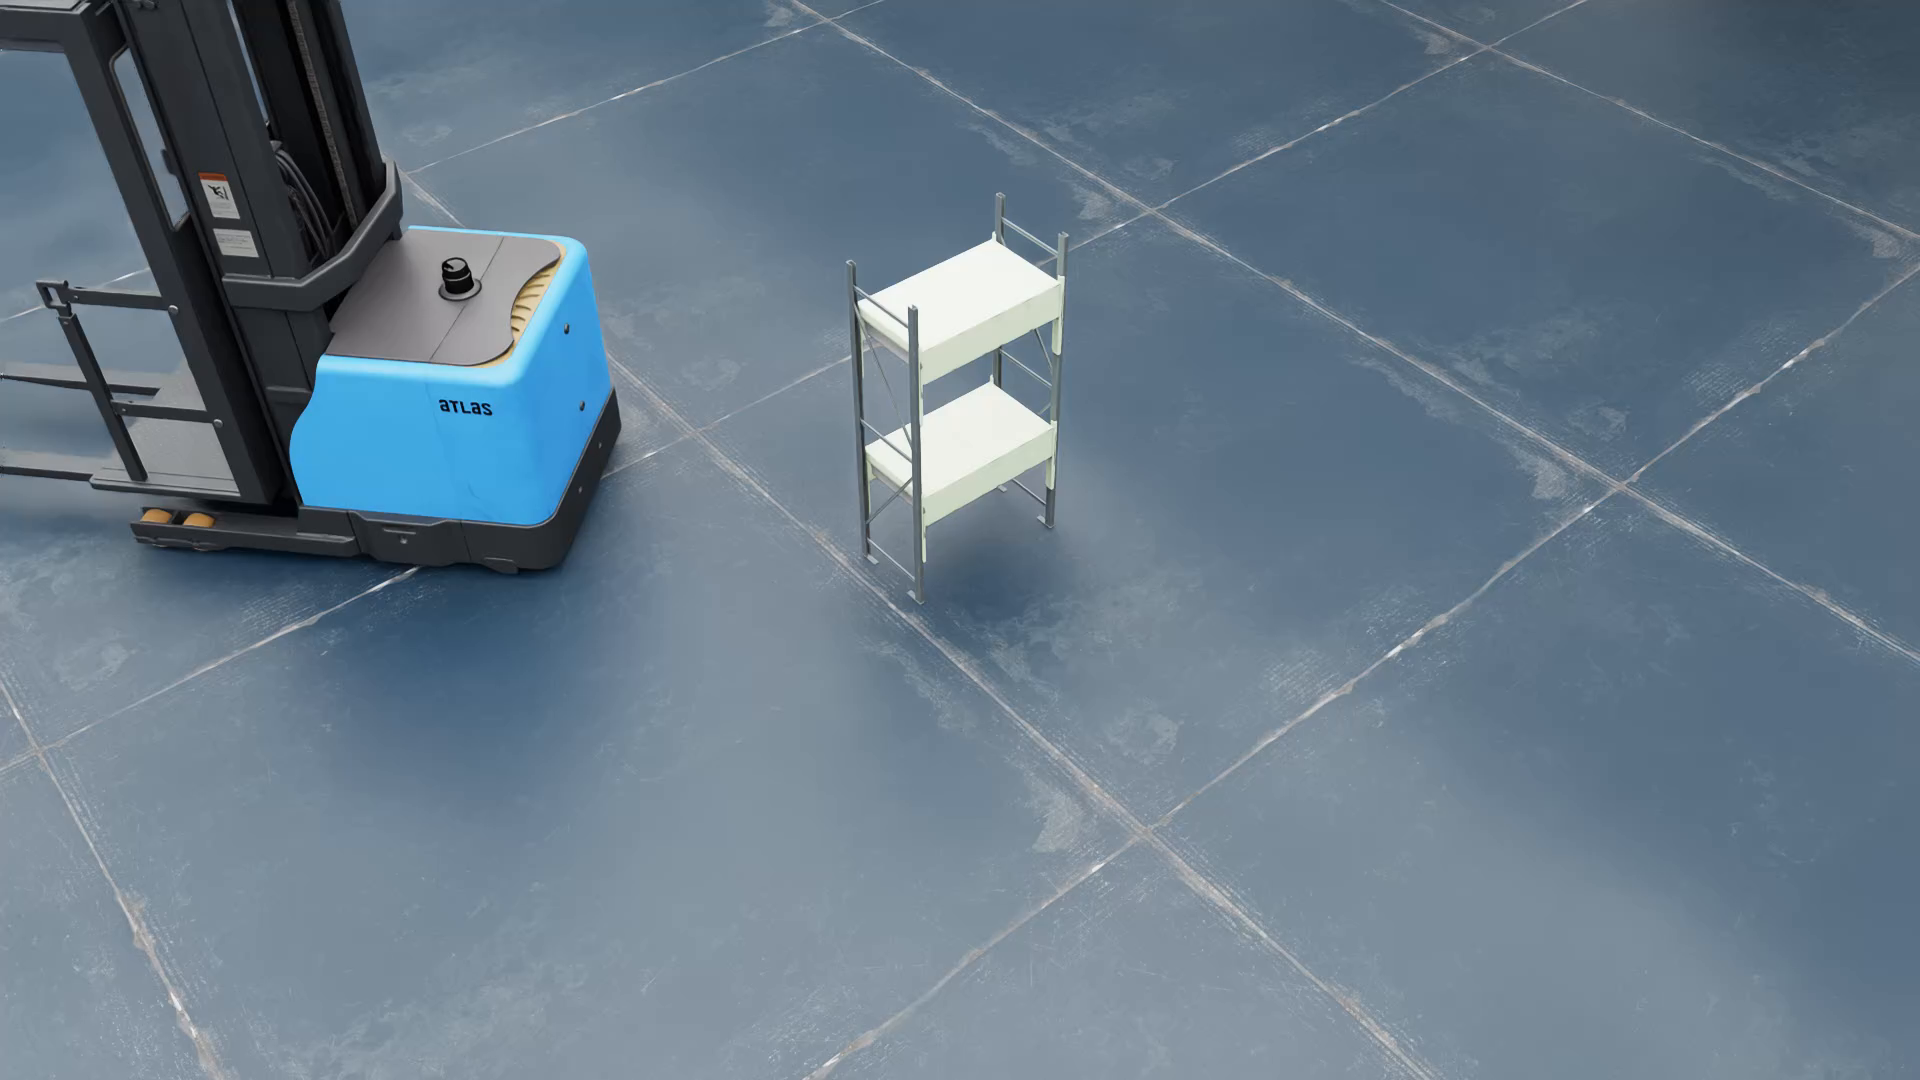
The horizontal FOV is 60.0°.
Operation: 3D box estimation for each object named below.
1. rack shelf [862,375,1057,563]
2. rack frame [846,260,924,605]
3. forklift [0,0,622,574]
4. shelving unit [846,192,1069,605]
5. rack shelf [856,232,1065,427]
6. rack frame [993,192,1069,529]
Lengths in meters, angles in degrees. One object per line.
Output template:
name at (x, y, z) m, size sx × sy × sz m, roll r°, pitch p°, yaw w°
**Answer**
rack shelf at (-0.005, -0.306, 6.957) m, size 0.720 × 0.370 × 0.431 m, roll -30°, pitch 51°, yaw -28°
rack frame at (-0.286, -0.383, 6.562) m, size 0.023 × 1.500 × 0.400 m, roll -30°, pitch 51°, yaw -28°
forklift at (-3.124, -1.374, 6.572) m, size 3.031 × 2.935 × 1.130 m, roll 5°, pitch 43°, yaw 5°
shelving unit at (-0.005, -0.544, 6.733) m, size 0.755 × 1.500 × 0.431 m, roll -30°, pitch 51°, yaw -28°
rack shelf at (-0.005, -0.828, 6.466) m, size 0.720 × 0.370 × 0.431 m, roll -30°, pitch 51°, yaw -28°
rack frame at (0.276, -0.705, 6.905) m, size 0.023 × 1.500 × 0.400 m, roll -30°, pitch 51°, yaw -28°
